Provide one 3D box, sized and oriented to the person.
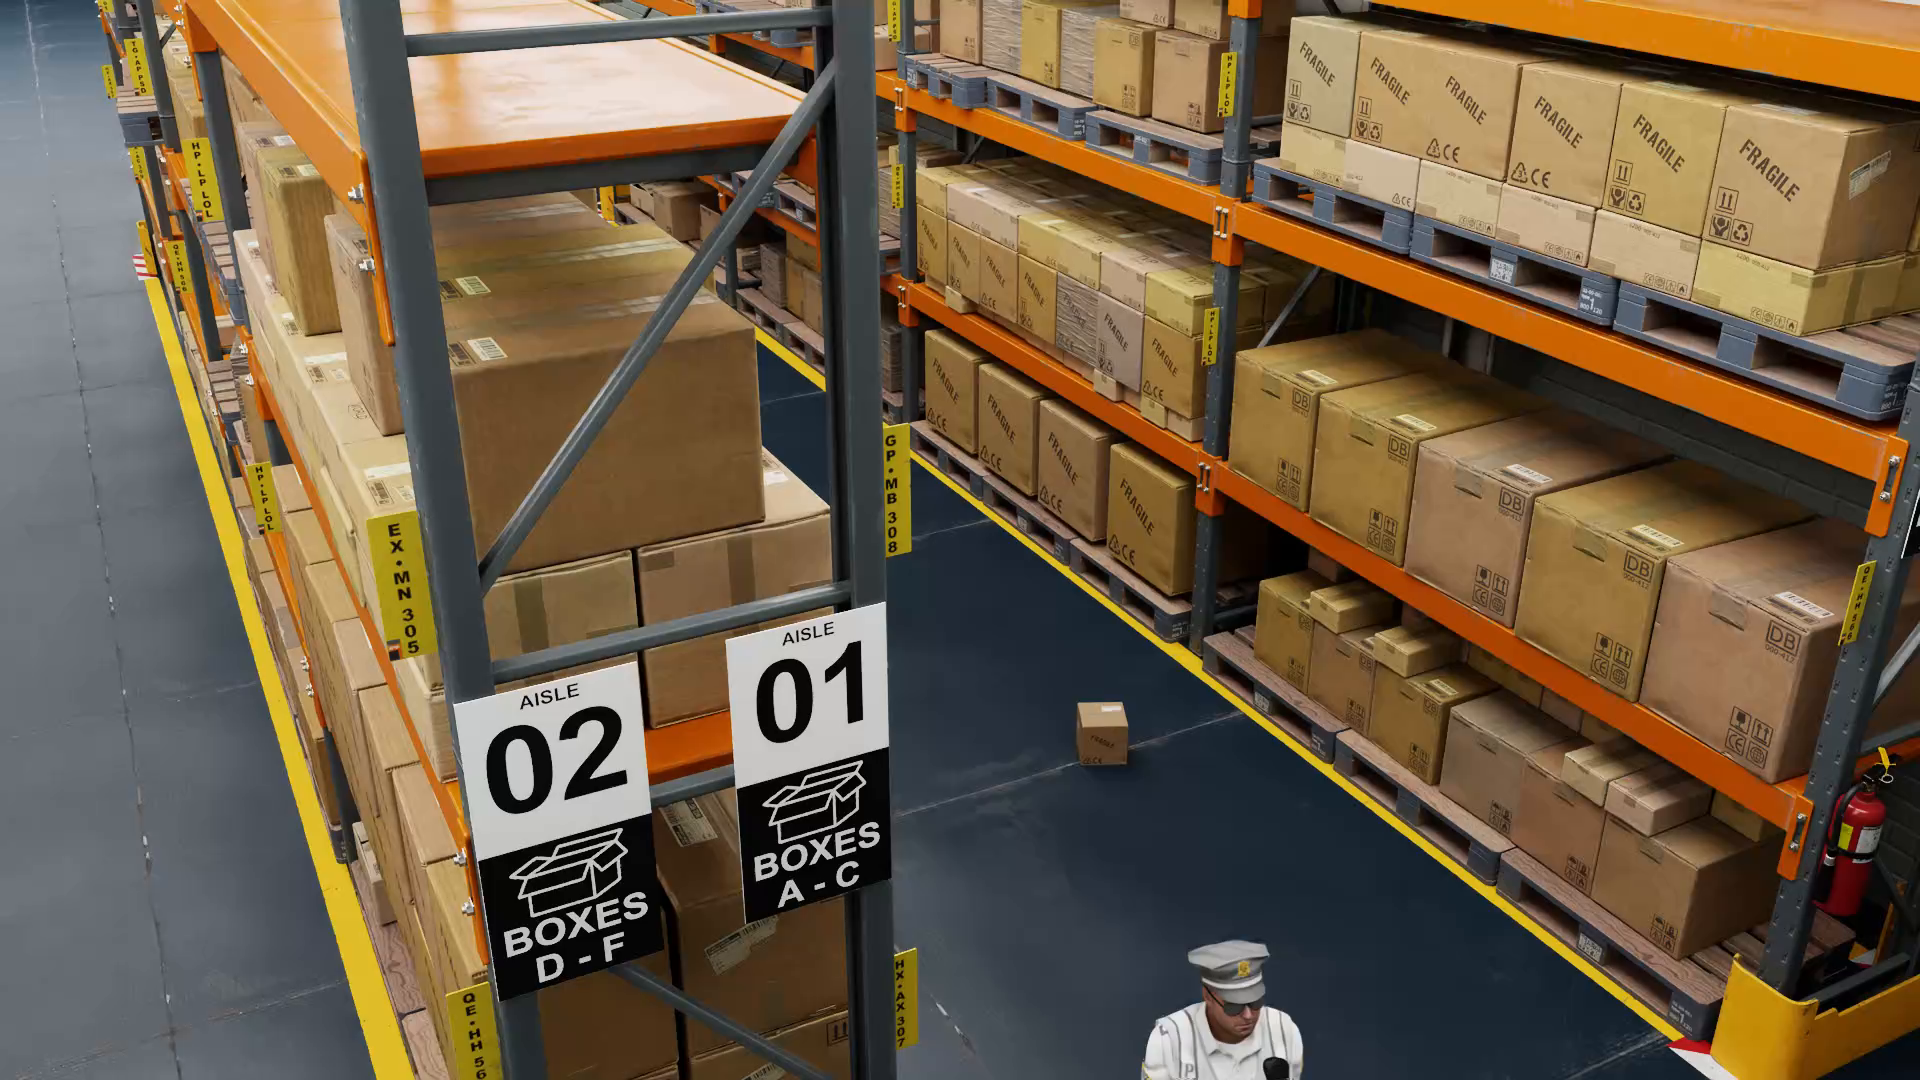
[{"bbox_3d":[0.819,2.004,5.319,0.523,1.741,0.830,-1,25,-3],"label":"person"}]
